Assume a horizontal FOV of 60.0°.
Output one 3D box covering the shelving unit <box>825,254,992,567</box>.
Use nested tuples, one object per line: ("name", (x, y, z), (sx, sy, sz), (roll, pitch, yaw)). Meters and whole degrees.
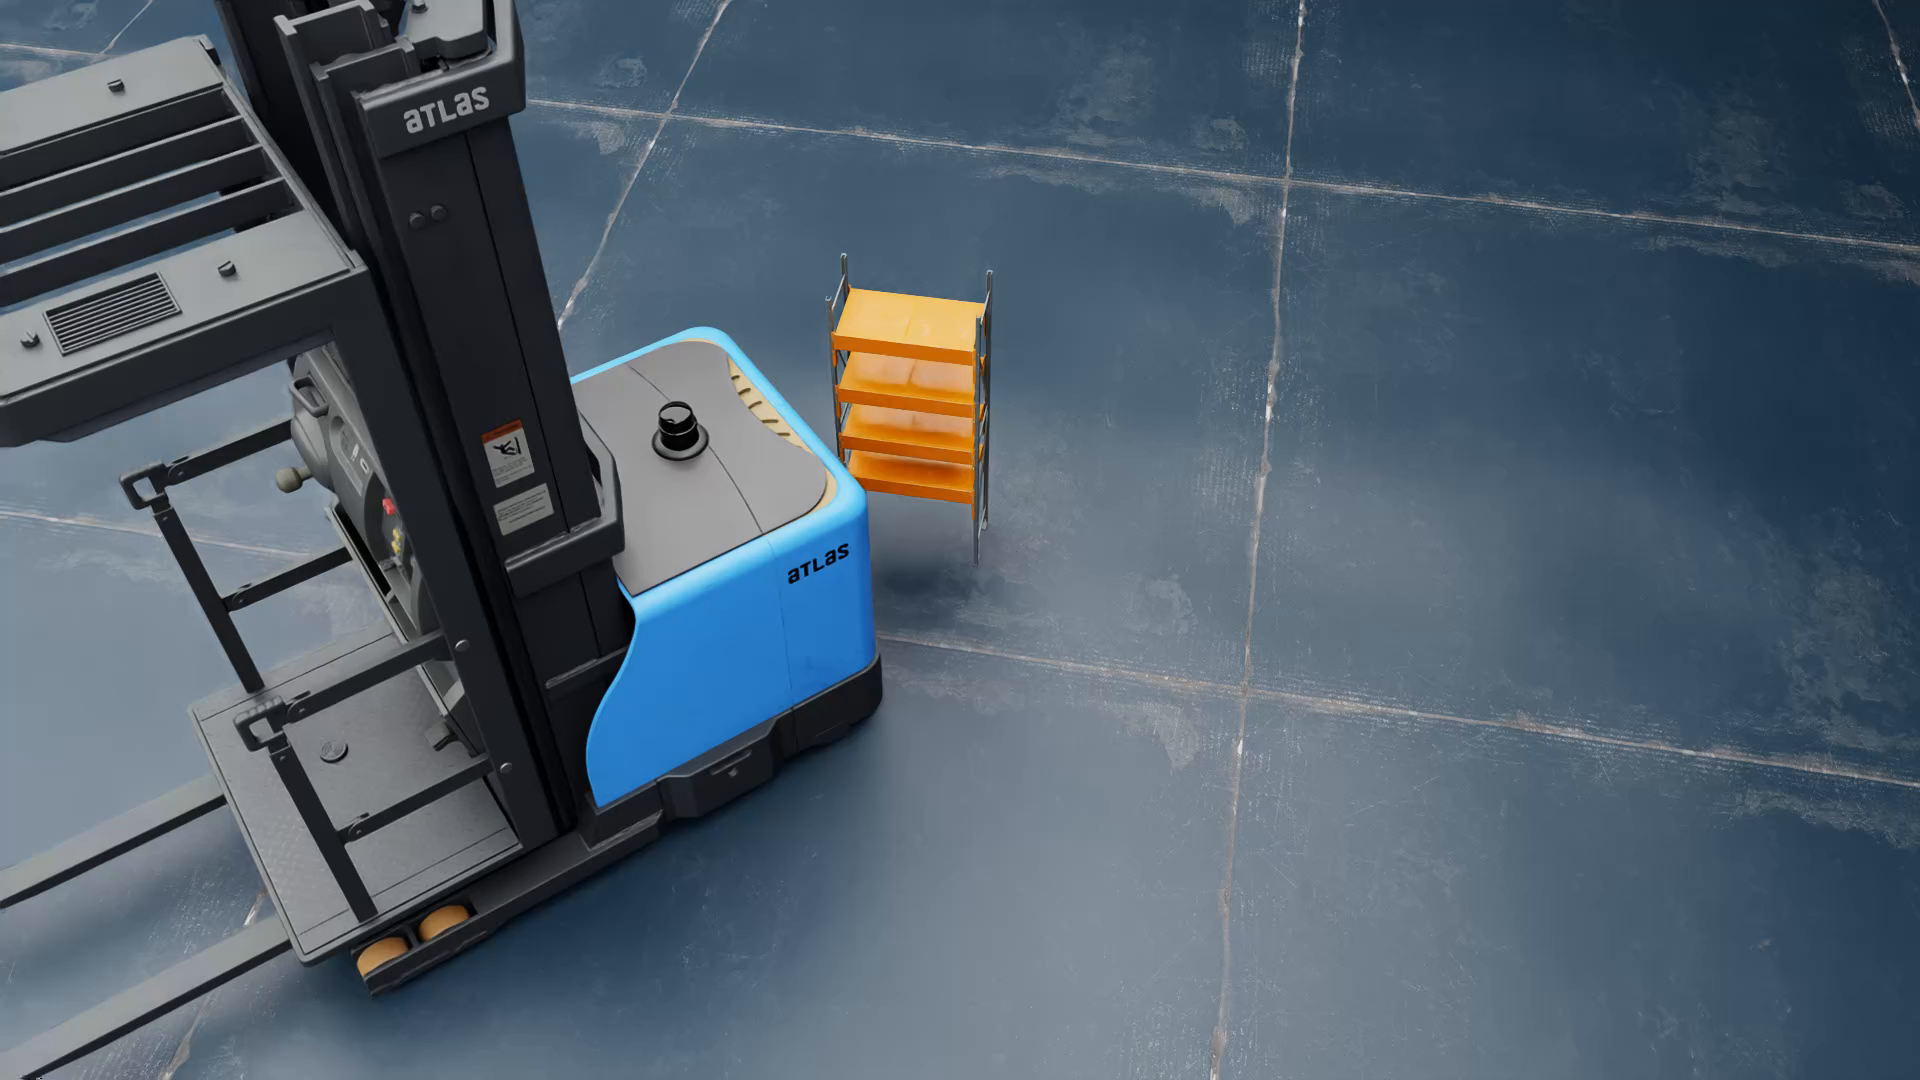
("shelving unit", (-0.163, -0.423, 5.823), (0.503, 1.200, 0.258), (8, 49, 7))

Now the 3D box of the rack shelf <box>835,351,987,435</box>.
("rack shelf", (-0.163, -0.527, 5.707), (0.480, 0.148, 0.258), (8, 49, 7))

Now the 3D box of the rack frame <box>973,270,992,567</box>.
("rack frame", (0.077, -0.391, 5.794), (0.015, 1.200, 0.240), (8, 49, 7))

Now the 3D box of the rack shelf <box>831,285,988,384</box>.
("rack shelf", (-0.163, -0.686, 5.531), (0.480, 0.148, 0.258), (8, 49, 7))

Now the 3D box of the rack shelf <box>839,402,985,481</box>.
("rack shelf", (-0.163, -0.378, 5.873), (0.480, 0.148, 0.258), (8, 49, 7))

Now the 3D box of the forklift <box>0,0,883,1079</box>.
("forklift", (-1.770, -0.075, 4.347), (3.031, 2.935, 1.130), (-27, 53, -22))

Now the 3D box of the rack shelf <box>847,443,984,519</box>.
("rack shelf", (-0.163, -0.245, 6.021), (0.480, 0.148, 0.258), (8, 49, 7))

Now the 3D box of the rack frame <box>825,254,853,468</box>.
("rack frame", (-0.403, -0.455, 5.852), (0.015, 1.200, 0.240), (8, 49, 7))
